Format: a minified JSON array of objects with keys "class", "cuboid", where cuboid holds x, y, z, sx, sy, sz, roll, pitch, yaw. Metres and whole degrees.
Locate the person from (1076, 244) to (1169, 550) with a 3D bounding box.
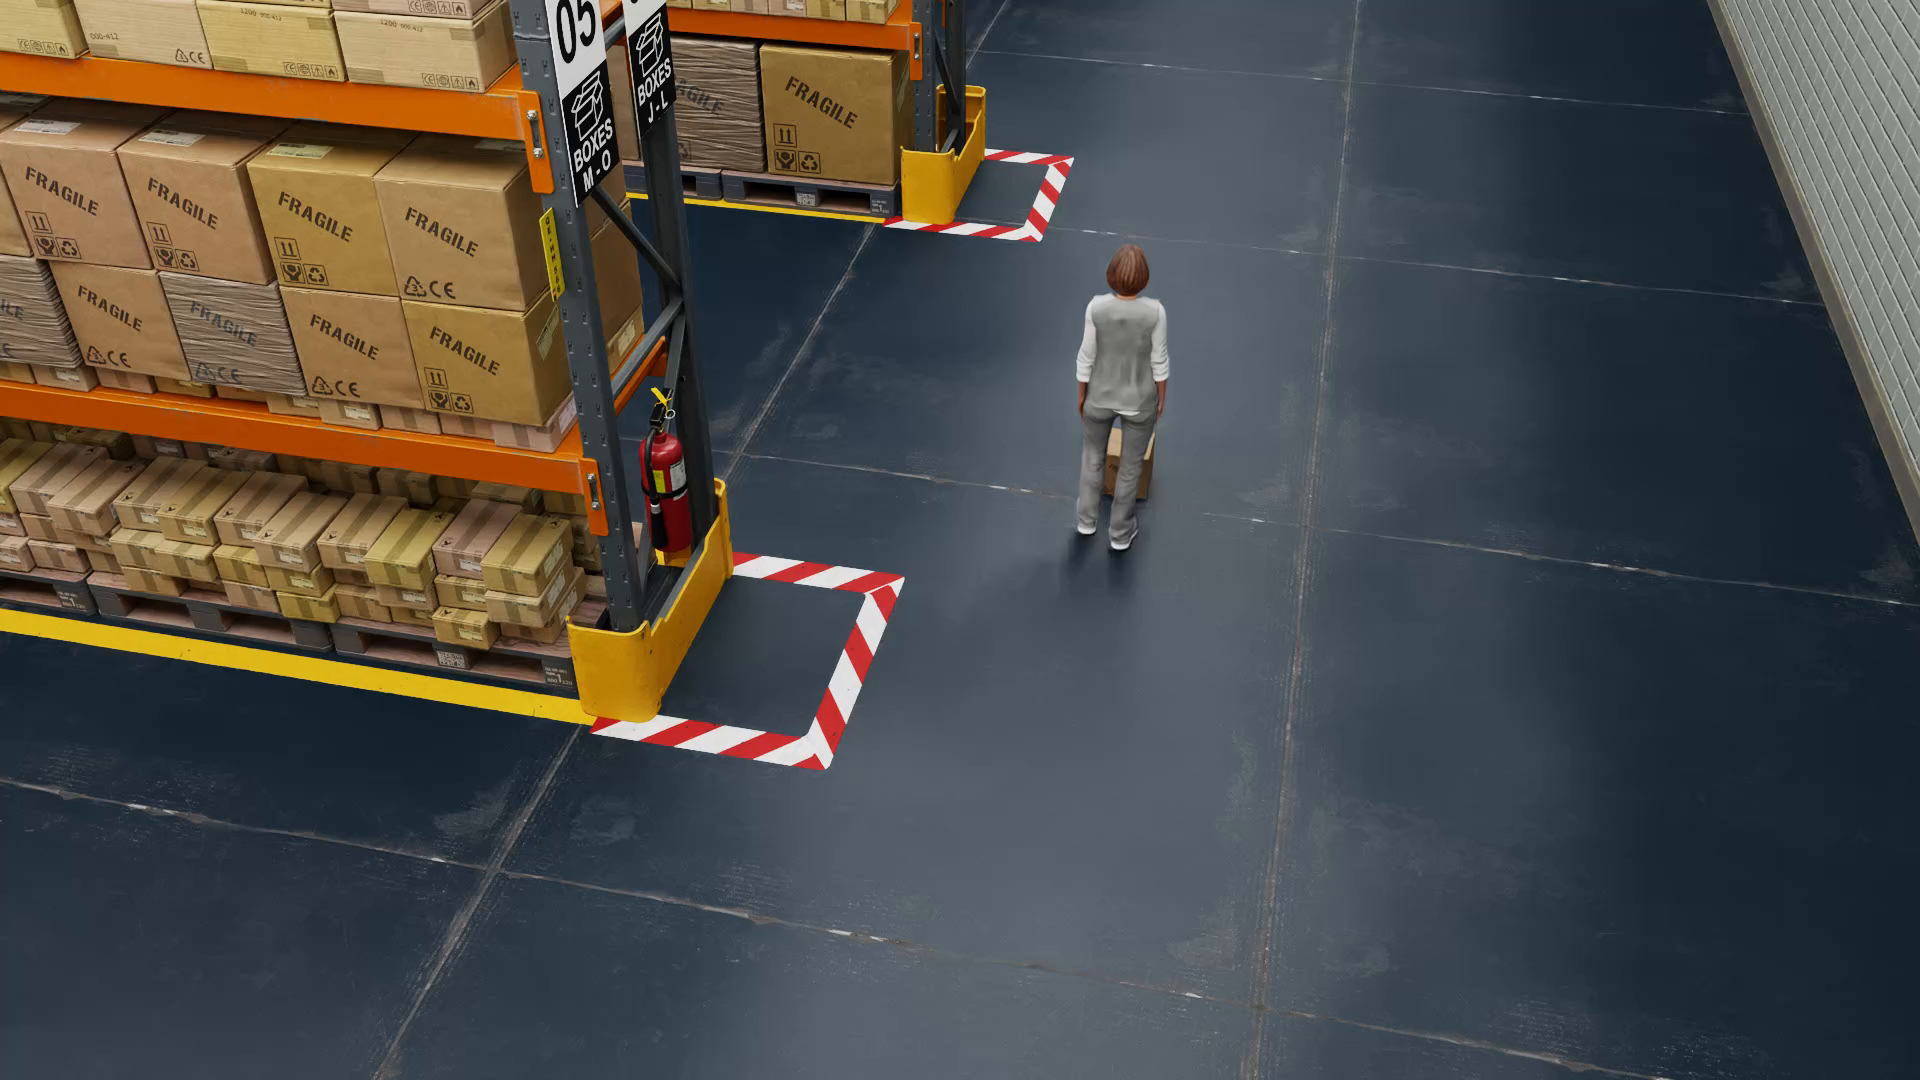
[{"class":"person","cuboid":[0.763,-0.672,7.866,0.424,1.614,0.385,8,38,10]}]
